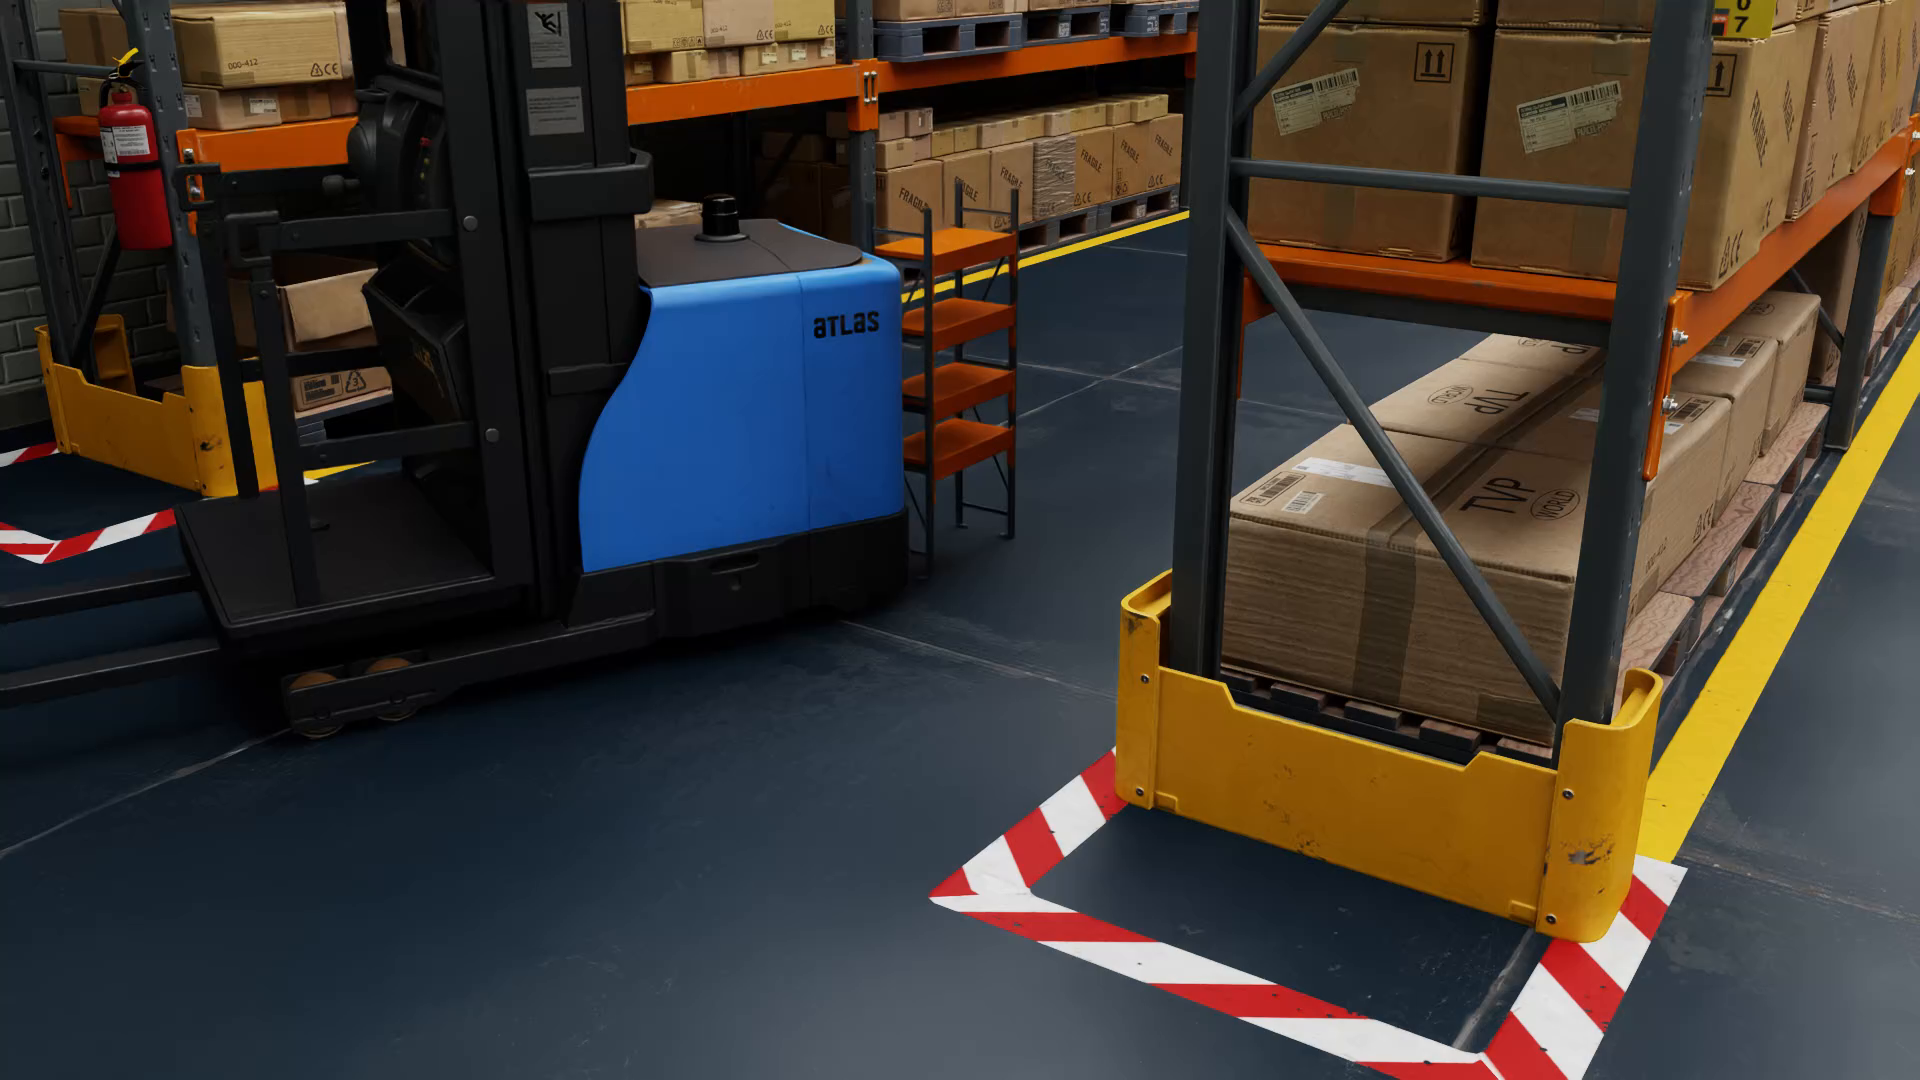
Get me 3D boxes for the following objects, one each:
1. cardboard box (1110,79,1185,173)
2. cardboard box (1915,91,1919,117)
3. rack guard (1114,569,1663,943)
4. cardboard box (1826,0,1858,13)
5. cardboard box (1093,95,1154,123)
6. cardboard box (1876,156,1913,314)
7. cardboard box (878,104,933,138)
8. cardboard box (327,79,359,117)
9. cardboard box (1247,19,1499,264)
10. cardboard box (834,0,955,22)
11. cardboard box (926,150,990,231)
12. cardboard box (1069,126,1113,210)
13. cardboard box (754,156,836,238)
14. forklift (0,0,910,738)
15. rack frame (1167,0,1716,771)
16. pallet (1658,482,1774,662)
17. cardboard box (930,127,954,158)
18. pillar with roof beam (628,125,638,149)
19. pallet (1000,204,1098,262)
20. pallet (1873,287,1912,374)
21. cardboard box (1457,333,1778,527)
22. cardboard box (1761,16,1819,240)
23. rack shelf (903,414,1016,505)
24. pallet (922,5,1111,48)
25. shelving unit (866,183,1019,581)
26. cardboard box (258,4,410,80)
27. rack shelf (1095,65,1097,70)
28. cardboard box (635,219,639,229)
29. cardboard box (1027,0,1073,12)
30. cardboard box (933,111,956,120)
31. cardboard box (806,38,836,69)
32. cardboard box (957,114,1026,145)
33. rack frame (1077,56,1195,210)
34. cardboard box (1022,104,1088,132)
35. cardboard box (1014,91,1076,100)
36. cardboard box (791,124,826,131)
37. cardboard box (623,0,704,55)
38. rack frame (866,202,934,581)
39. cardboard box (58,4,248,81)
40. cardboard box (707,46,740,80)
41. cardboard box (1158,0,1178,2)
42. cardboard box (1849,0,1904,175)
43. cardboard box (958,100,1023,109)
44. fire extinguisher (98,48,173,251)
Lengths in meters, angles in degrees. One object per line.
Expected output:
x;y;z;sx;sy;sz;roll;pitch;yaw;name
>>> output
1.700;-3.245;13.032;0.875;0.625;0.625;14;25;34;cardboard box
3.662;-1.876;6.728;0.500;0.250;0.500;13;24;31;cardboard box
0.935;0.456;3.812;1.175;0.500;0.348;13;24;32;rack guard
2.021;-1.620;4.236;0.500;0.500;0.500;13;24;31;cardboard box
1.142;-3.039;11.720;0.380;0.149;0.250;12;23;29;cardboard box
3.980;-1.526;8.023;0.875;0.875;0.875;14;25;33;cardboard box
-0.382;-2.441;9.675;0.380;0.149;0.250;12;23;29;cardboard box
-2.524;-1.778;6.609;0.380;0.149;0.250;13;24;31;cardboard box
1.000;-0.960;3.893;0.500;0.500;0.500;13;24;32;cardboard box
-0.454;-3.177;9.281;0.700;0.500;0.500;14;24;33;cardboard box
-0.161;-2.112;10.150;0.500;0.500;0.500;13;24;31;cardboard box
0.696;-2.555;11.346;0.500;0.500;0.500;15;25;34;cardboard box
-0.879;-2.061;10.012;0.500;0.500;0.500;13;24;32;cardboard box
-1.693;-1.065;4.418;3.031;2.935;1.130;-11;23;-28;forklift
0.948;-0.723;3.397;1.000;3.000;0.127;13;24;32;rack frame
2.019;-0.009;5.485;1.003;0.211;1.213;13;24;32;pallet
-0.262;-2.388;9.961;0.380;0.149;0.250;12;23;29;cardboard box
1.513;-4.788;5.739;9.100;9.000;0.400;13;24;32;pillar with roof beam
0.201;-2.122;11.199;1.003;0.211;1.213;13;24;32;pallet
4.253;-1.151;8.572;1.003;0.211;1.213;13;24;32;pallet
2.252;-0.450;5.746;0.875;0.438;0.875;12;24;30;cardboard box
1.717;-1.003;4.008;0.500;0.500;0.500;13;24;31;cardboard box
-0.050;-0.274;5.543;0.258;0.148;0.480;13;24;32;rack shelf
0.249;-3.337;10.739;1.003;0.211;1.213;13;24;32;pallet
-0.050;-0.524;5.451;0.258;1.200;0.503;13;24;32;shelving unit
-2.398;-1.982;6.587;0.500;0.250;0.500;14;24;32;cardboard box
2.462;-4.222;13.893;1.077;0.370;4.000;13;24;32;rack shelf
-1.844;-1.242;7.796;0.500;0.500;0.500;14;24;33;cardboard box
0.279;-3.551;10.291;0.700;0.500;0.500;13;24;32;cardboard box
-0.250;-2.708;10.826;0.380;0.149;0.250;14;24;33;cardboard box
-0.881;-2.580;8.777;0.380;0.149;0.250;14;24;33;cardboard box
0.193;-2.605;10.546;0.380;0.149;0.250;14;25;34;cardboard box
1.338;-3.986;12.217;1.000;3.000;0.127;13;24;32;rack frame
0.632;-2.834;11.165;0.380;0.149;0.250;13;24;31;cardboard box
0.616;-3.155;12.033;0.380;0.149;0.250;14;25;33;cardboard box
-0.799;-2.405;10.007;0.380;0.149;0.250;13;24;32;cardboard box
-1.556;-2.426;7.788;0.500;0.250;0.500;13;24;31;cardboard box
-0.187;-0.454;5.262;0.240;1.200;0.015;13;24;32;rack frame
-3.120;-1.943;6.482;0.500;0.250;0.500;14;25;33;cardboard box
-1.305;-2.351;8.160;0.380;0.149;0.250;14;24;33;cardboard box
1.286;-3.802;11.476;0.380;0.149;0.250;14;24;33;cardboard box
2.592;-1.439;5.188;0.500;0.500;0.500;13;24;31;cardboard box
0.206;-2.924;11.408;0.380;0.149;0.250;13;24;31;cardboard box
-2.860;-1.347;5.732;0.296;0.674;0.183;13;24;32;fire extinguisher
